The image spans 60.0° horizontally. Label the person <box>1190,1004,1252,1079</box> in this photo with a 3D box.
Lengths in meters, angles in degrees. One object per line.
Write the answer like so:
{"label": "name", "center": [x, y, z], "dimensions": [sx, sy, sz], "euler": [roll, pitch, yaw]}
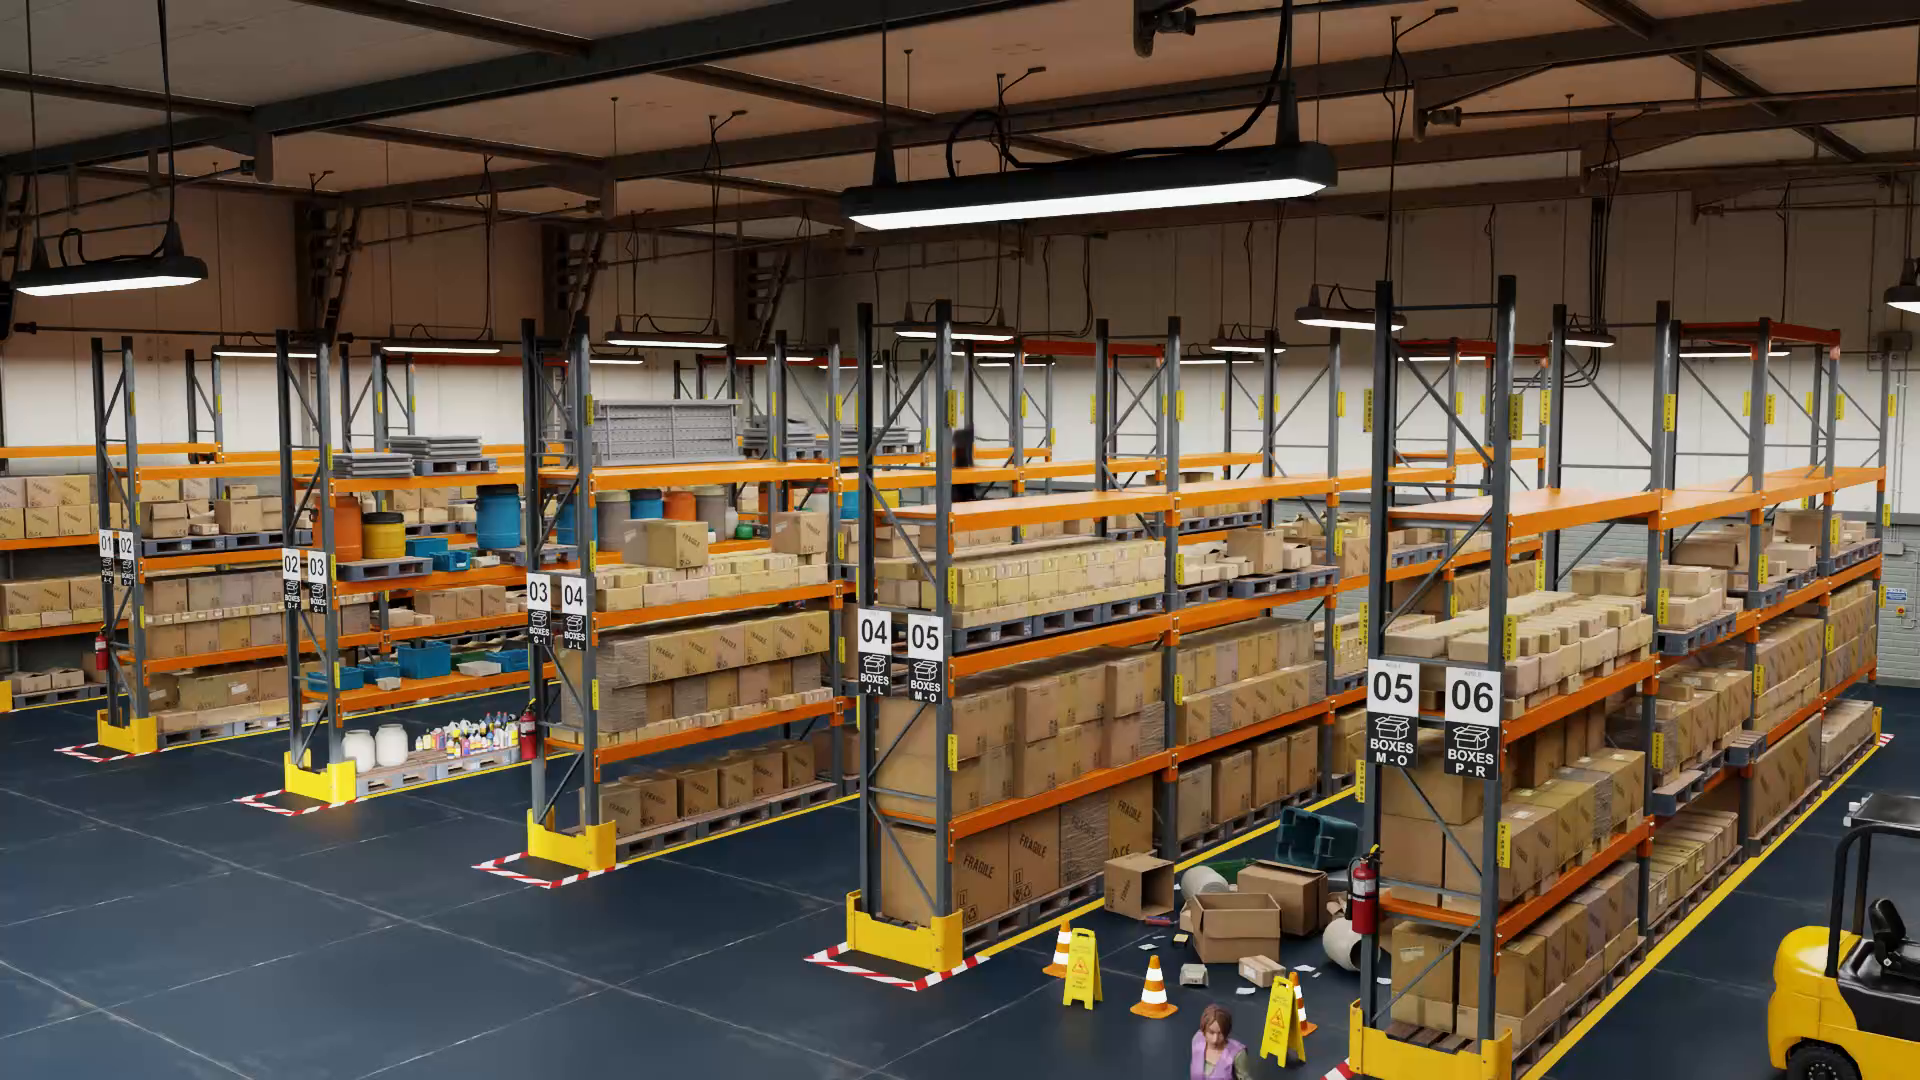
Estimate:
{"label": "person", "center": [1.577, 3.513, 10.049], "dimensions": [0.502, 1.533, 0.737], "euler": [3, 6, 27]}
